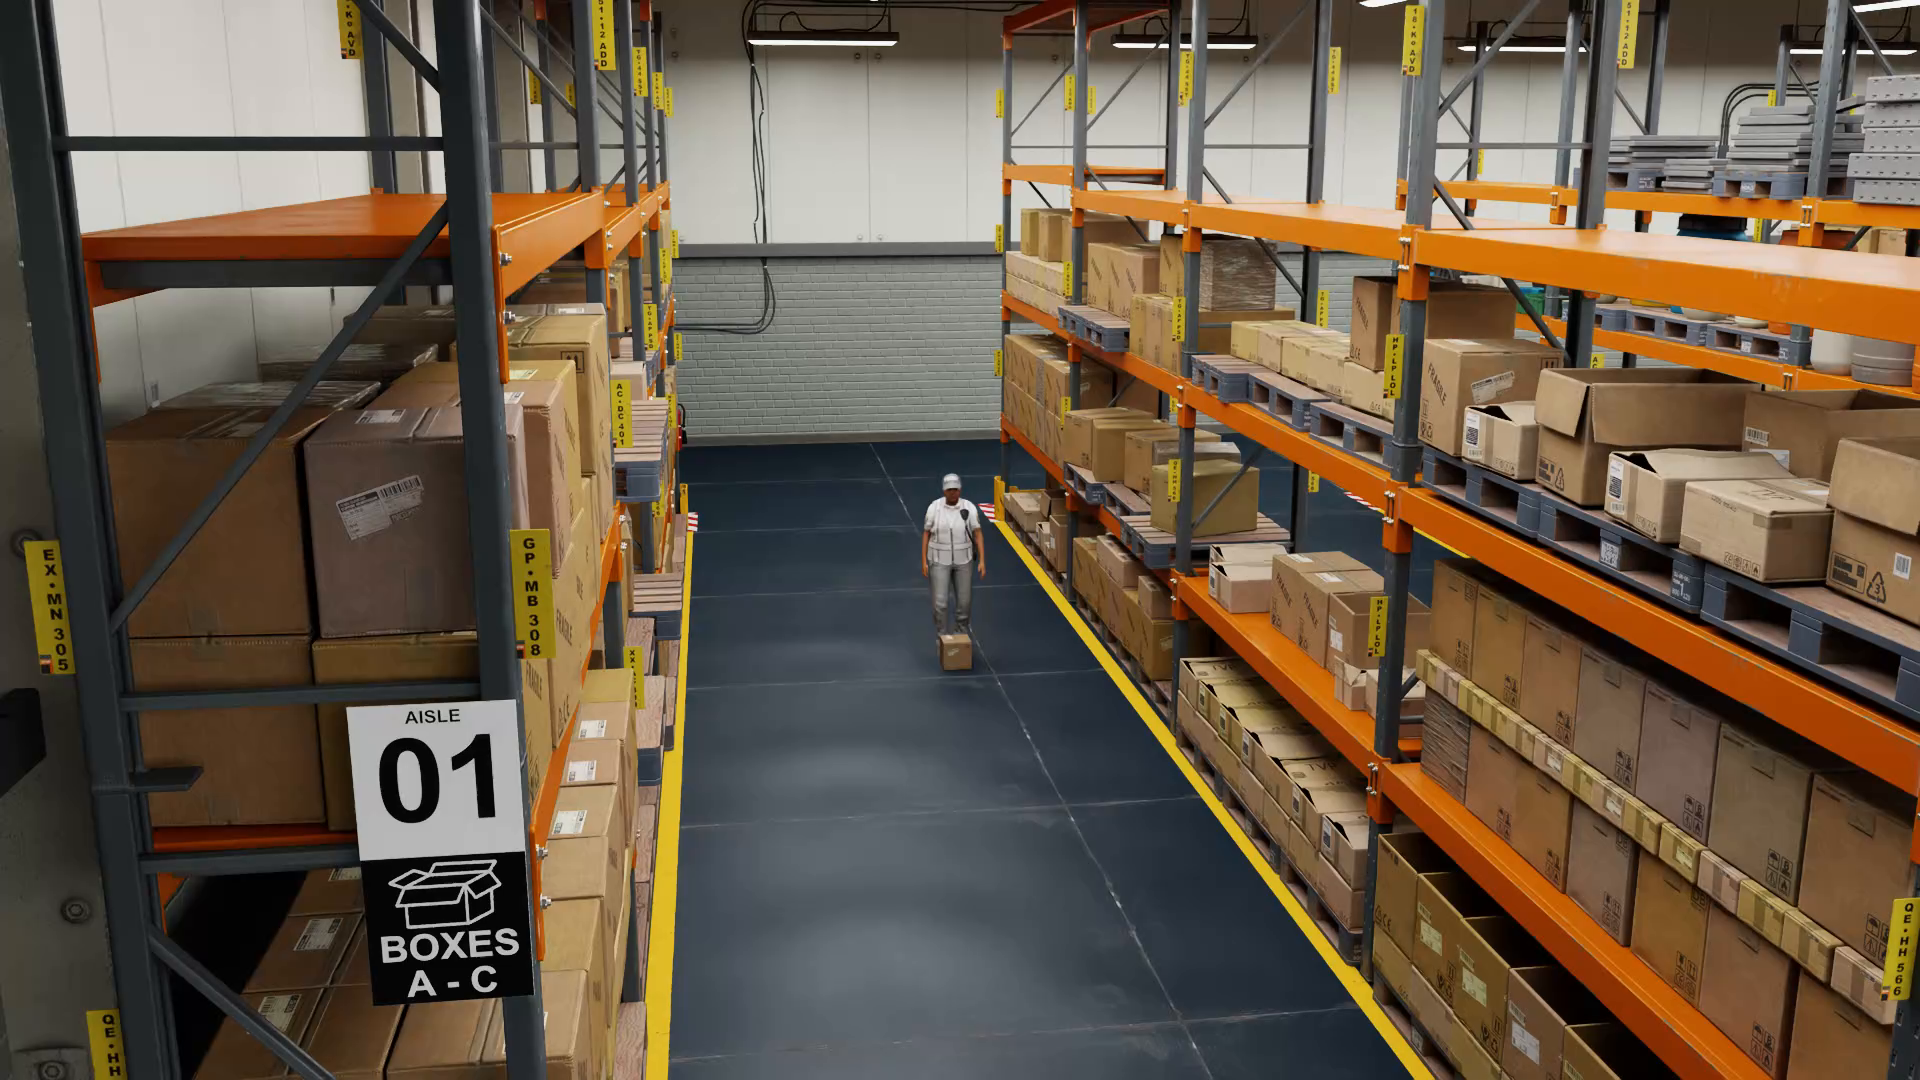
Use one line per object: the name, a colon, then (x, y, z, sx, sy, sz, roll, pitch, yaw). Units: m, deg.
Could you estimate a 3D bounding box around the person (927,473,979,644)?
person: (-0.060, 0.179, 15.085, 0.475, 1.588, 0.392, -2, 13, -7)
